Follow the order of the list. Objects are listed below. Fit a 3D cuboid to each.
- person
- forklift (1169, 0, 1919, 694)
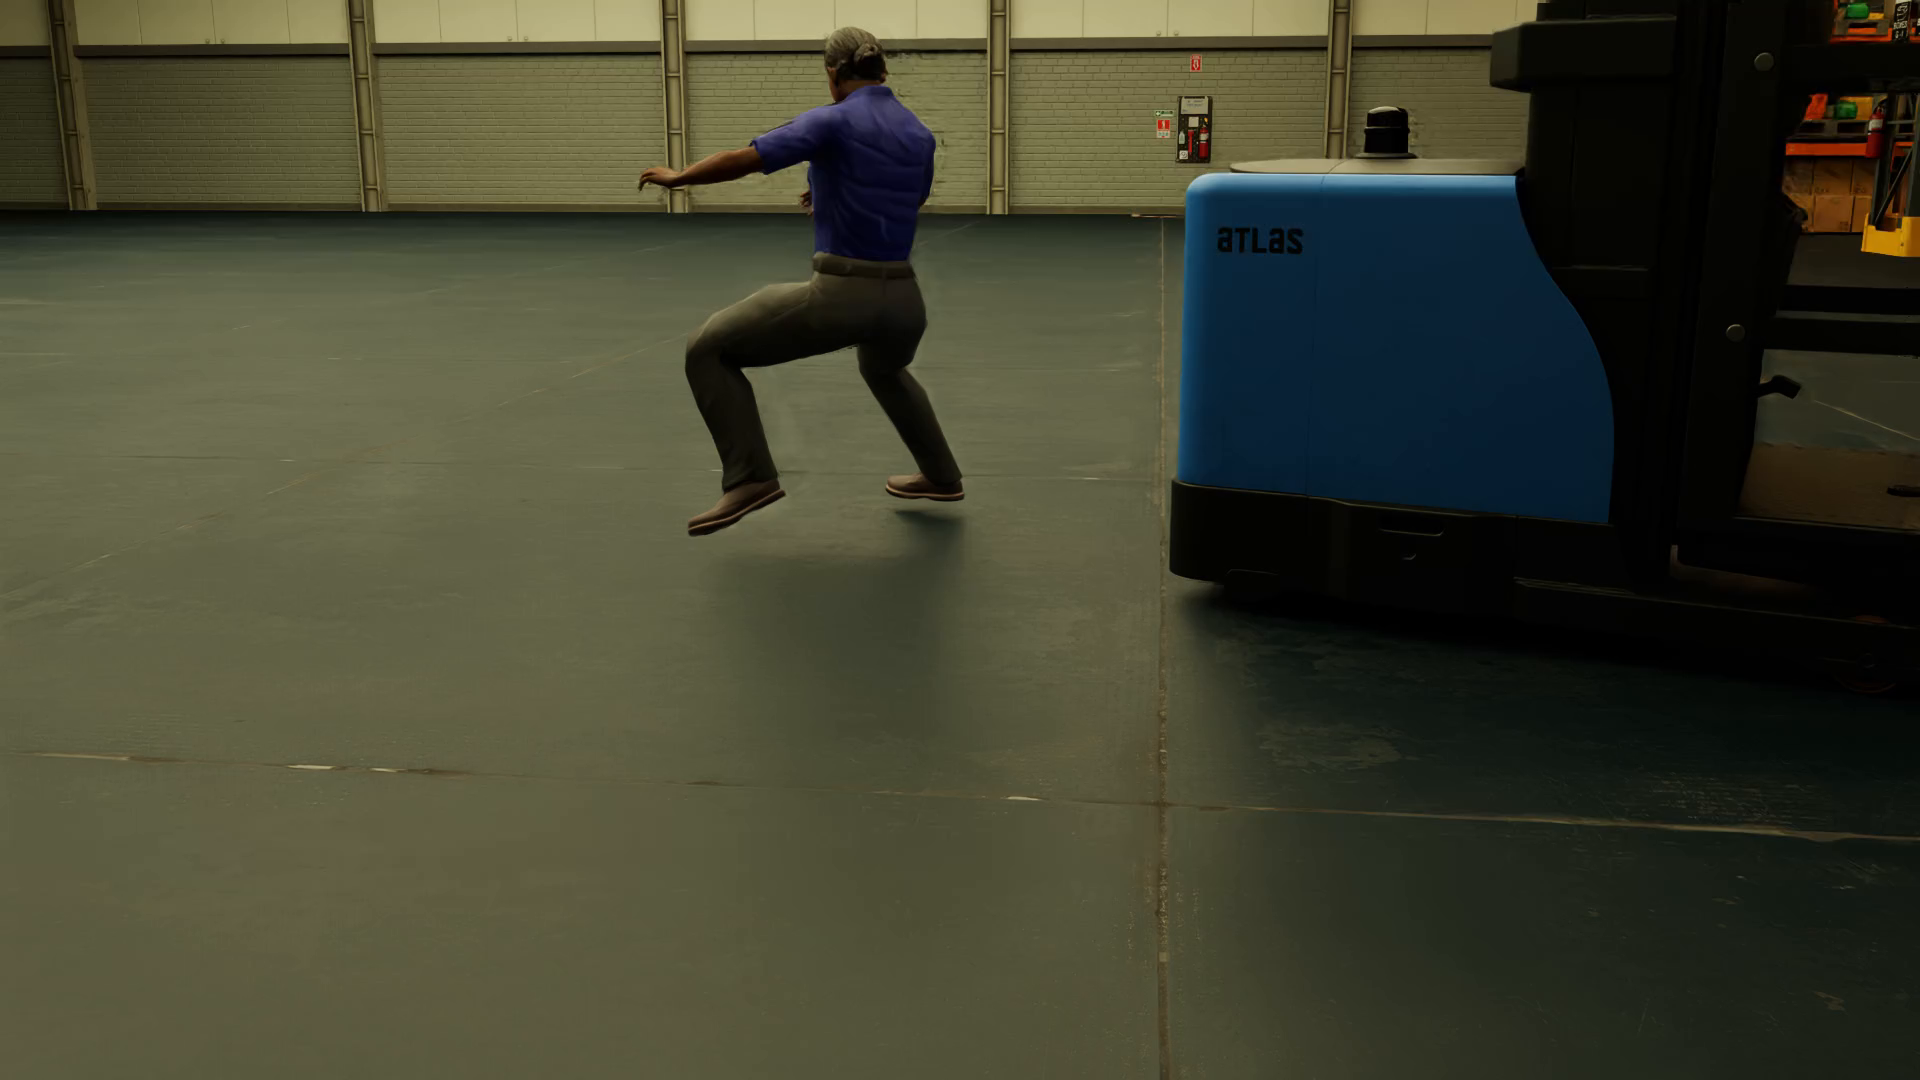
[{"bbox_3d":[-0.403,-0.758,4.875,1.000,1.426,0.682,-10,16,-36],"label":"person"},{"bbox_3d":[2.091,-1.217,3.714,3.031,2.935,1.130,7,15,26],"label":"forklift"}]
